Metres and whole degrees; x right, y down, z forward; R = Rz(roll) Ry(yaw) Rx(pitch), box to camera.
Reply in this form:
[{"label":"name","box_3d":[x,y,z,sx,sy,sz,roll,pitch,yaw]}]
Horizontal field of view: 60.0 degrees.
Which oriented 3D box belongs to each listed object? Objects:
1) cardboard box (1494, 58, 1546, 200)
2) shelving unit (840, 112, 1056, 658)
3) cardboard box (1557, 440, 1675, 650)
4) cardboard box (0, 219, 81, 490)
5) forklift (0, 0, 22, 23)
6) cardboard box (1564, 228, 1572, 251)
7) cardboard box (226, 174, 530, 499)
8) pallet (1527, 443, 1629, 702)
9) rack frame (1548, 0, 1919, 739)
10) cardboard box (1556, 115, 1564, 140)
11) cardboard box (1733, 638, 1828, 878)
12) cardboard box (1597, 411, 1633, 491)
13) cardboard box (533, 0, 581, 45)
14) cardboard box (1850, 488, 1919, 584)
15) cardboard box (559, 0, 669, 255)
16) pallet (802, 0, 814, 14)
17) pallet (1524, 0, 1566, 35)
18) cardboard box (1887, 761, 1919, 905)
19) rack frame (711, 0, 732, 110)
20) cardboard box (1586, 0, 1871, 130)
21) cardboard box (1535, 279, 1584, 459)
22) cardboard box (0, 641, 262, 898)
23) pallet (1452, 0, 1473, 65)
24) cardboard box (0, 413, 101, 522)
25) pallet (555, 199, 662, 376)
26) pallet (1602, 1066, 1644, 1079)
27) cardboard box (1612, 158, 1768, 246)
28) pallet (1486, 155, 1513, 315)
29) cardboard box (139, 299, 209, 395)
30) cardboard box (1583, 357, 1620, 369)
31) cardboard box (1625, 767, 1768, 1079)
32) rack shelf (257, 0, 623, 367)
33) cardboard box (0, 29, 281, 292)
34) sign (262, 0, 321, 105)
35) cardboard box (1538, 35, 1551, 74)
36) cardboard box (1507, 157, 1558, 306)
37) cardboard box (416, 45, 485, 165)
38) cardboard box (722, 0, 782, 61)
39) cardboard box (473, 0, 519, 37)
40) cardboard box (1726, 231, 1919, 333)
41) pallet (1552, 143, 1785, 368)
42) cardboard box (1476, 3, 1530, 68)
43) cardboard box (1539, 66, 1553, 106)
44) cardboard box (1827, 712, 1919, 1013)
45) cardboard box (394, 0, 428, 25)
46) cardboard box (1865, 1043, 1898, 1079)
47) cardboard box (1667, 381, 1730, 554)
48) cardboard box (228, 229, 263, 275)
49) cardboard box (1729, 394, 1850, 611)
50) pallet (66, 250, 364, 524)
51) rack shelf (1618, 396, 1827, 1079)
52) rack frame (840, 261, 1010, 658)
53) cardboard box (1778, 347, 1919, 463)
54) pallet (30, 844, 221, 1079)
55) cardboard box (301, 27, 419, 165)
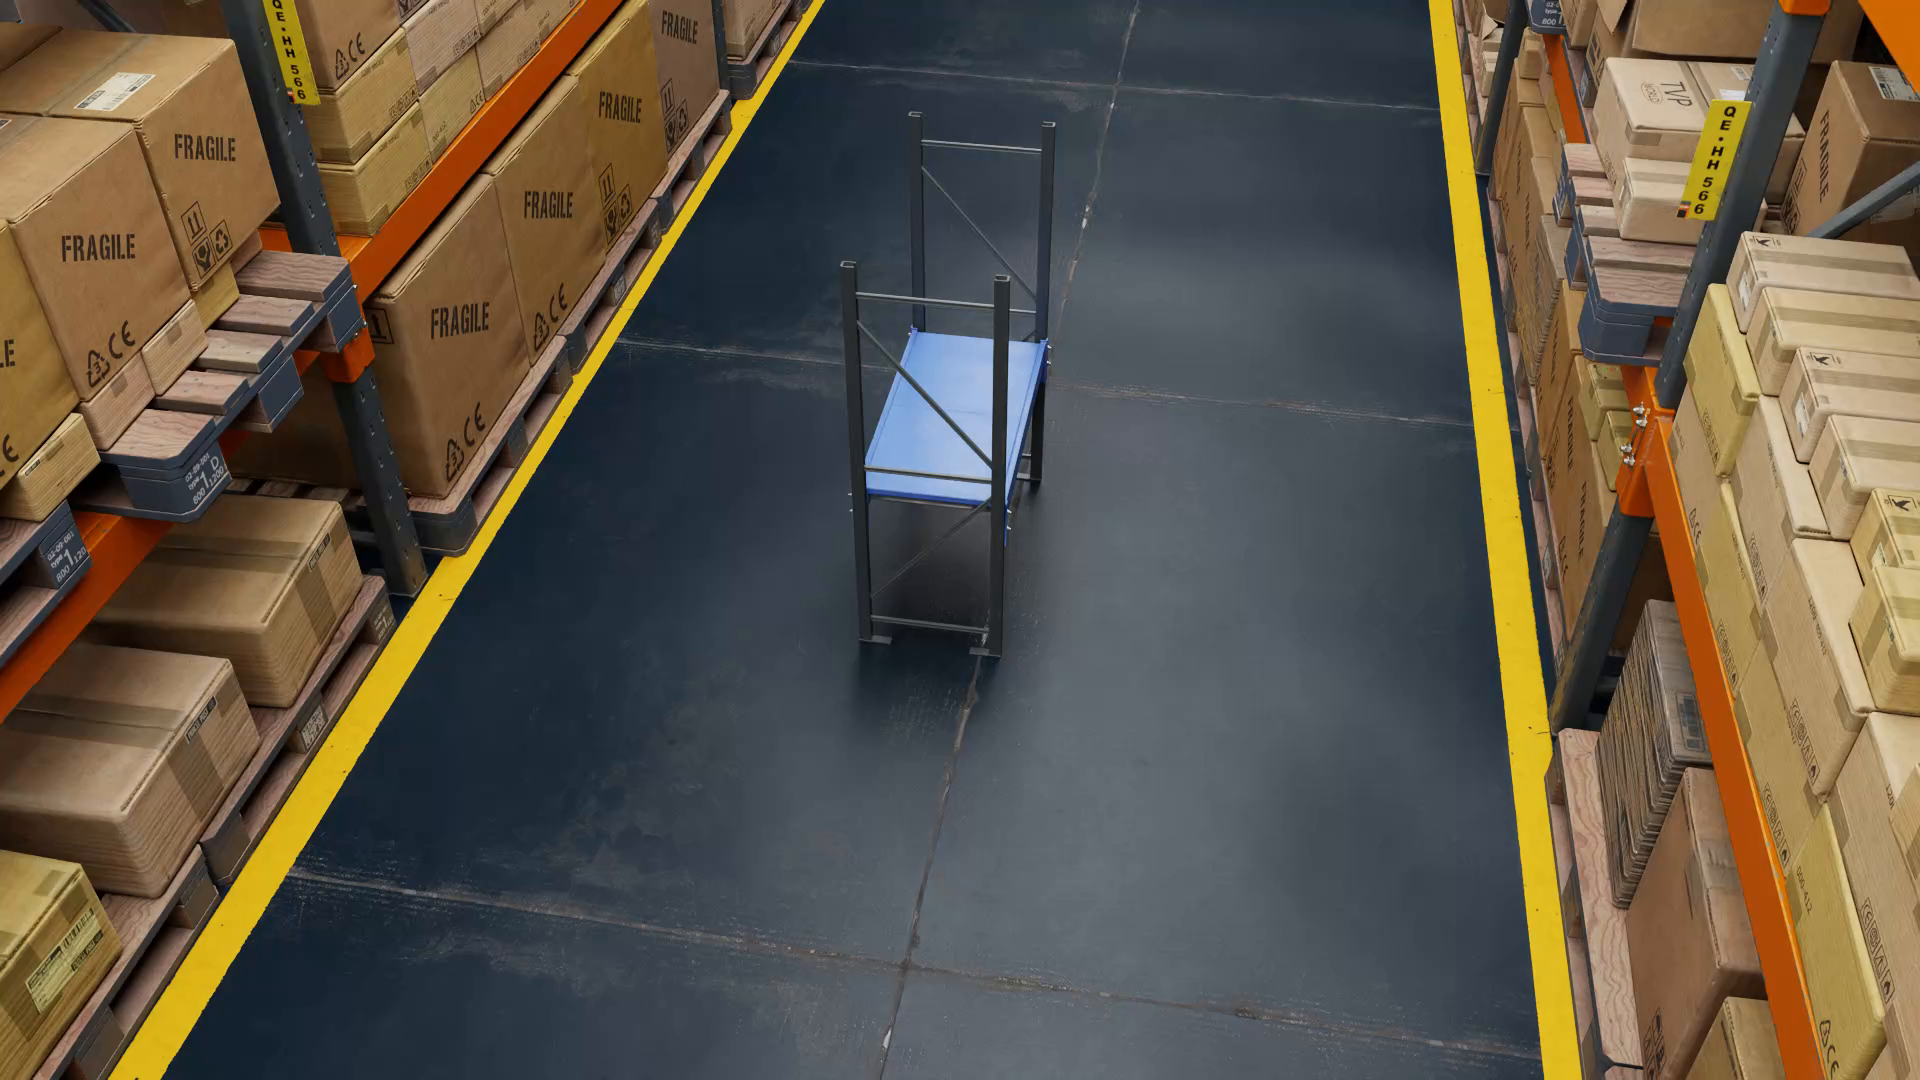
[{"label":"cardboard box","box_3d":[2.832,-1.919,7.849,0.500,0.500,0.500,8,40,10]},{"label":"shelving unit","box_3d":[-0.015,-0.524,5.707,0.538,1.500,1.048,6,40,8]},{"label":"cardboard box","box_3d":[2.307,0.024,5.499,0.500,0.500,0.500,7,40,9]},{"label":"cardboard box","box_3d":[-2.414,-0.390,3.726,0.500,0.500,0.500,4,40,5]},{"label":"forklift","box_3d":[-4.748,-2.181,6.587,1.130,2.935,3.031,8,40,10]},{"label":"cardboard box","box_3d":[2.538,-1.104,6.354,0.380,0.149,0.250,5,40,6]},{"label":"cardboard box","box_3d":[-2.243,-0.801,6.202,0.875,0.875,0.875,6,40,7]},{"label":"pallet","box_3d":[2.612,0.122,5.937,1.003,0.211,1.213,6,40,8]},{"label":"rack frame","box_3d":[2.445,-0.489,4.487,1.000,3.000,0.127,6,40,8]},{"label":"cardboard box","box_3d":[2.774,-1.733,7.116,0.380,0.149,0.250,6,40,7]},{"label":"cardboard box","box_3d":[1.953,0.460,3.457,0.500,0.250,0.500,5,40,6]},{"label":"cardboard box","box_3d":[2.281,-0.275,5.351,0.380,0.149,0.250,5,40,5]},{"label":"cardboard box","box_3d":[-1.862,-2.218,6.696,0.500,0.250,0.500,6,40,8]},{"label":"cardboard box","box_3d":[1.989,0.049,3.249,0.380,0.149,0.250,7,40,8]},{"label":"cardboard box","box_3d":[-1.929,-1.921,7.557,0.875,0.875,0.875,7,40,9]},{"label":"pallet","box_3d":[-1.335,-3.706,10.566,1.003,0.211,1.213,6,40,8]},{"label":"pallet","box_3d":[2.891,-2.435,6.992,1.003,0.211,1.213,6,40,8]},{"label":"cardboard box","box_3d":[1.755,0.514,2.686,0.380,0.149,0.250,5,40,6]},{"label":"rack frame","box_3d":[-1.752,-3.544,8.182,1.000,3.000,0.127,6,40,8]},{"label":"cardboard box","box_3d":[2.545,-1.735,5.584,0.797,0.503,0.637,6,40,7]},{"label":"cardboard box","box_3d":[2.491,-0.618,6.275,0.500,0.500,0.500,8,40,10]},{"label":"cardboard box","box_3d":[-2.672,0.635,4.861,0.950,0.372,0.625,6,40,7]},{"label":"pallet","box_3d":[3.466,-3.123,9.862,1.003,0.211,1.213,6,40,8]},{"label":"cardboard box","box_3d":[-2.329,-0.196,4.001,0.380,0.149,0.250,7,40,8]},{"label":"pallet","box_3d":[-2.020,-1.209,7.546,1.003,0.211,1.213,6,40,8]},{"label":"pallet","box_3d":[2.051,1.862,3.832,1.003,0.211,1.213,6,40,8]},{"label":"cardboard box","box_3d":[2.181,-1.008,4.983,0.380,0.149,0.250,7,40,8]},{"label":"pallet","box_3d":[3.034,-1.409,7.789,1.003,0.211,1.213,6,40,8]},{"label":"cardboard box","box_3d":[-2.244,-0.528,4.402,0.380,0.149,0.250,6,40,7]},{"label":"cardboard box","box_3d":[2.387,-0.610,5.757,0.380,0.149,0.250,5,40,6]},{"label":"cardboard box","box_3d":[2.218,1.066,4.141,0.875,0.625,0.625,8,40,9]},{"label":"rack shelf","box_3d":[-2.098,-2.011,6.893,1.077,0.370,4.000,6,40,8]},{"label":"cardboard box","box_3d":[-2.249,-1.033,4.503,0.500,0.500,0.500,5,40,6]},{"label":"sign","box_3d":[-1.908,-1.395,4.737,0.100,0.325,0.005,6,40,8]},{"label":"cardboard box","box_3d":[2.815,-2.198,7.444,0.380,0.149,0.250,5,40,6]},{"label":"cardboard box","box_3d":[2.659,-1.271,7.065,0.500,0.500,0.500,5,40,6]},{"label":"cardboard box","box_3d":[-2.040,-1.579,5.924,0.500,0.250,0.500,5,40,6]},{"label":"cardboard box","box_3d":[-1.538,-3.100,9.327,0.875,0.438,0.875,6,40,7]},{"label":"cardboard box","box_3d":[-1.924,-2.095,6.155,0.500,0.250,0.500,6,40,8]},{"label":"cardboard box","box_3d":[2.100,-0.610,4.046,0.380,0.149,0.250,8,40,9]},{"label":"pallet","box_3d":[2.493,-0.848,5.072,1.213,0.211,1.003,6,40,8]},{"label":"cardboard box","box_3d":[3.006,-2.713,8.994,0.396,0.266,0.258,8,40,9]},{"label":"cardboard box","box_3d":[2.841,-2.069,7.522,0.380,0.149,0.250,5,40,6]},{"label":"cardboard box","box_3d":[1.868,0.592,2.905,0.500,0.250,0.500,7,40,8]},{"label":"cardboard box","box_3d":[-2.042,-2.052,5.515,0.500,0.500,0.500,7,40,8]},{"label":"cardboard box","box_3d":[1.780,1.110,2.671,0.500,0.250,0.500,7,40,8]},{"label":"cardboard box","box_3d":[2.128,-0.179,4.230,0.500,0.250,0.500,7,40,8]},{"label":"cardboard box","box_3d":[-2.269,-0.867,4.812,0.380,0.149,0.250,8,40,9]},{"label":"cardboard box","box_3d":[2.040,-0.058,3.691,0.500,0.250,0.500,8,40,9]},{"label":"pallet","box_3d":[-2.463,-0.501,4.652,1.213,0.211,1.003,6,40,8]},{"label":"rack shelf","box_3d":[2.099,1.044,3.198,1.077,0.370,4.000,6,40,8]},{"label":"rack frame","box_3d":[-0.103,-0.205,5.321,0.500,1.500,0.032,6,40,8]},{"label":"cardboard box","box_3d":[2.036,-0.278,3.644,0.380,0.149,0.250,7,40,9]},{"label":"pallet","box_3d":[-2.794,1.295,4.518,1.003,0.211,1.213,6,40,8]},{"label":"cardboard box","box_3d":[-2.113,-1.459,5.386,0.500,0.250,0.500,6,40,7]}]
